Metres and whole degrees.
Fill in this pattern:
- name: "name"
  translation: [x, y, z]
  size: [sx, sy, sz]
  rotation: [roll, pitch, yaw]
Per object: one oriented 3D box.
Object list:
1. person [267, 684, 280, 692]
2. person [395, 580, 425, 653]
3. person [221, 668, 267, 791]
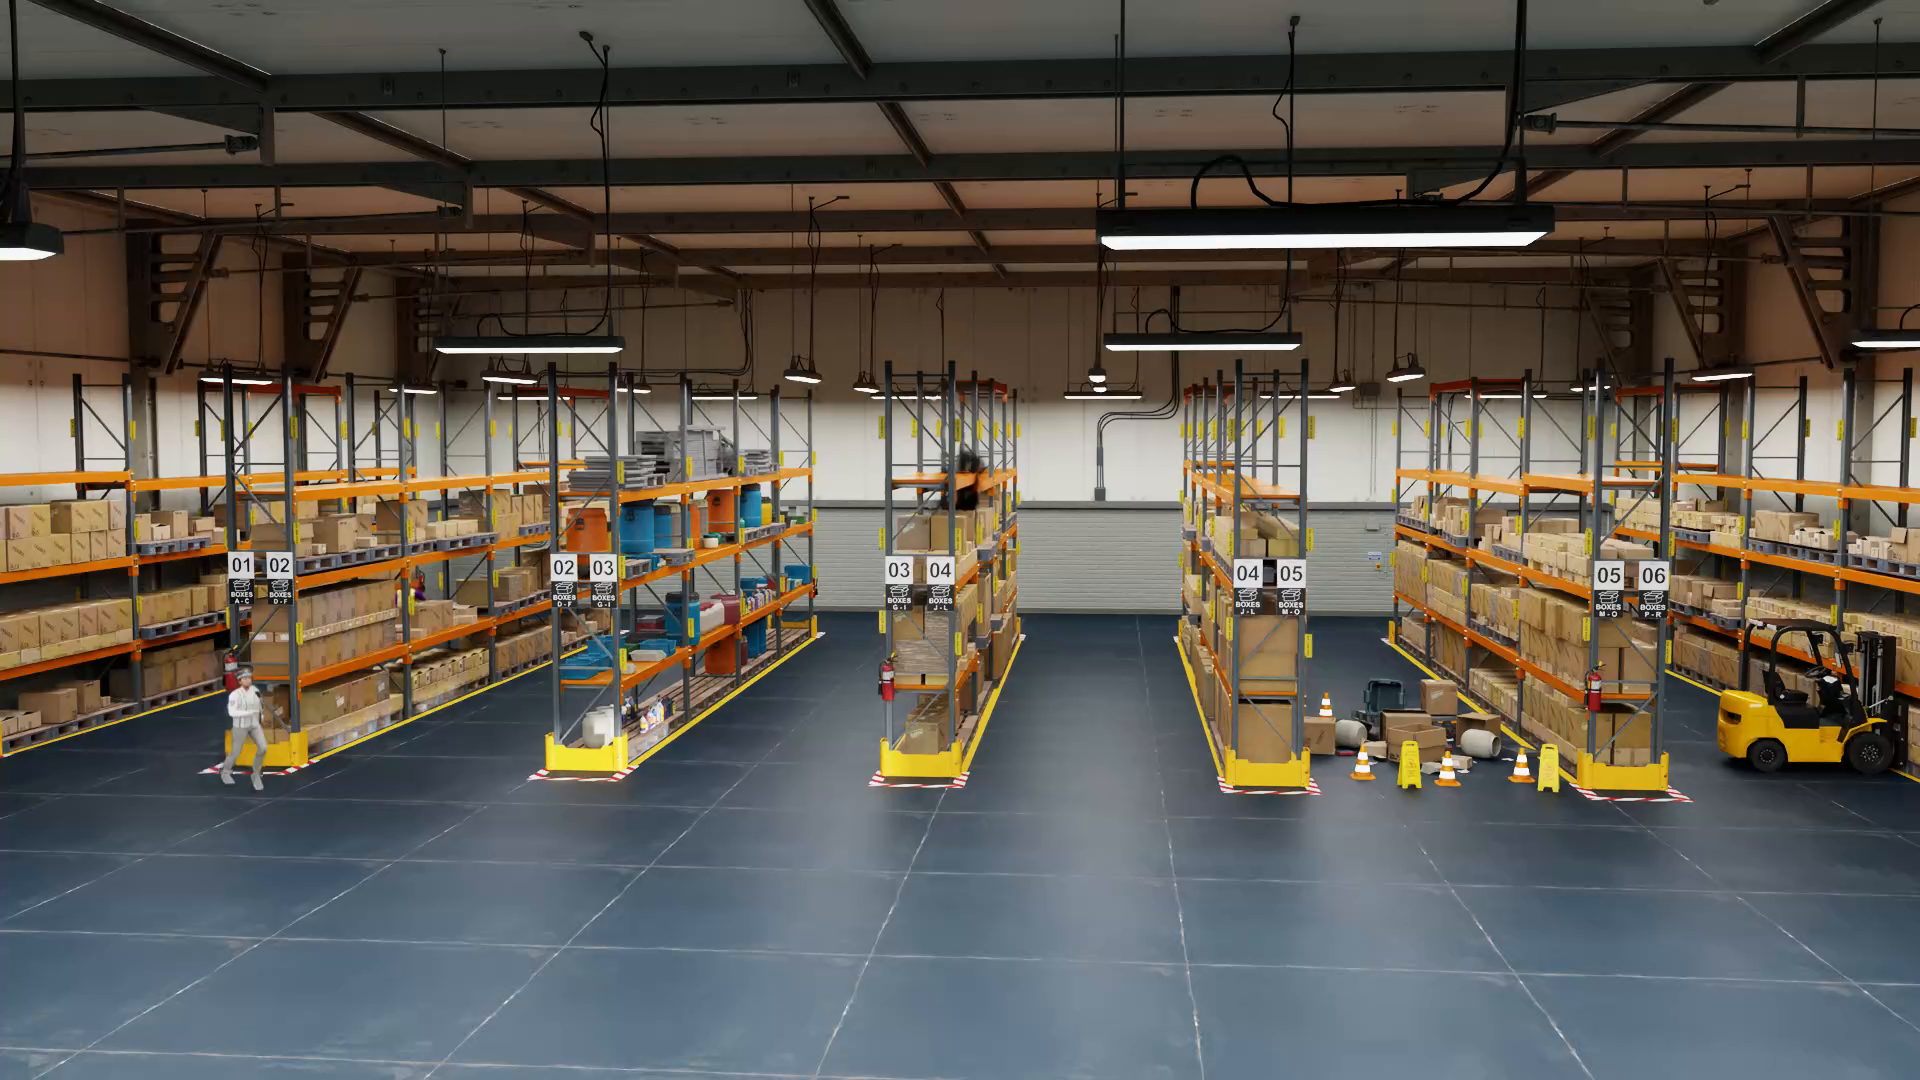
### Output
- name: "person"
  translation: [-11.608, 2.342, 28.440]
  size: [0.614, 1.617, 0.575]
  rotation: [0, 4, 0]
- name: "person"
  translation: [-12.128, 1.713, 36.476]
  size: [0.640, 1.796, 0.884]
  rotation: [0, 4, 2]
- name: "person"
  translation: [-9.968, 2.632, 23.232]
  size: [0.863, 1.726, 0.625]
  rotation: [3, 5, 37]
